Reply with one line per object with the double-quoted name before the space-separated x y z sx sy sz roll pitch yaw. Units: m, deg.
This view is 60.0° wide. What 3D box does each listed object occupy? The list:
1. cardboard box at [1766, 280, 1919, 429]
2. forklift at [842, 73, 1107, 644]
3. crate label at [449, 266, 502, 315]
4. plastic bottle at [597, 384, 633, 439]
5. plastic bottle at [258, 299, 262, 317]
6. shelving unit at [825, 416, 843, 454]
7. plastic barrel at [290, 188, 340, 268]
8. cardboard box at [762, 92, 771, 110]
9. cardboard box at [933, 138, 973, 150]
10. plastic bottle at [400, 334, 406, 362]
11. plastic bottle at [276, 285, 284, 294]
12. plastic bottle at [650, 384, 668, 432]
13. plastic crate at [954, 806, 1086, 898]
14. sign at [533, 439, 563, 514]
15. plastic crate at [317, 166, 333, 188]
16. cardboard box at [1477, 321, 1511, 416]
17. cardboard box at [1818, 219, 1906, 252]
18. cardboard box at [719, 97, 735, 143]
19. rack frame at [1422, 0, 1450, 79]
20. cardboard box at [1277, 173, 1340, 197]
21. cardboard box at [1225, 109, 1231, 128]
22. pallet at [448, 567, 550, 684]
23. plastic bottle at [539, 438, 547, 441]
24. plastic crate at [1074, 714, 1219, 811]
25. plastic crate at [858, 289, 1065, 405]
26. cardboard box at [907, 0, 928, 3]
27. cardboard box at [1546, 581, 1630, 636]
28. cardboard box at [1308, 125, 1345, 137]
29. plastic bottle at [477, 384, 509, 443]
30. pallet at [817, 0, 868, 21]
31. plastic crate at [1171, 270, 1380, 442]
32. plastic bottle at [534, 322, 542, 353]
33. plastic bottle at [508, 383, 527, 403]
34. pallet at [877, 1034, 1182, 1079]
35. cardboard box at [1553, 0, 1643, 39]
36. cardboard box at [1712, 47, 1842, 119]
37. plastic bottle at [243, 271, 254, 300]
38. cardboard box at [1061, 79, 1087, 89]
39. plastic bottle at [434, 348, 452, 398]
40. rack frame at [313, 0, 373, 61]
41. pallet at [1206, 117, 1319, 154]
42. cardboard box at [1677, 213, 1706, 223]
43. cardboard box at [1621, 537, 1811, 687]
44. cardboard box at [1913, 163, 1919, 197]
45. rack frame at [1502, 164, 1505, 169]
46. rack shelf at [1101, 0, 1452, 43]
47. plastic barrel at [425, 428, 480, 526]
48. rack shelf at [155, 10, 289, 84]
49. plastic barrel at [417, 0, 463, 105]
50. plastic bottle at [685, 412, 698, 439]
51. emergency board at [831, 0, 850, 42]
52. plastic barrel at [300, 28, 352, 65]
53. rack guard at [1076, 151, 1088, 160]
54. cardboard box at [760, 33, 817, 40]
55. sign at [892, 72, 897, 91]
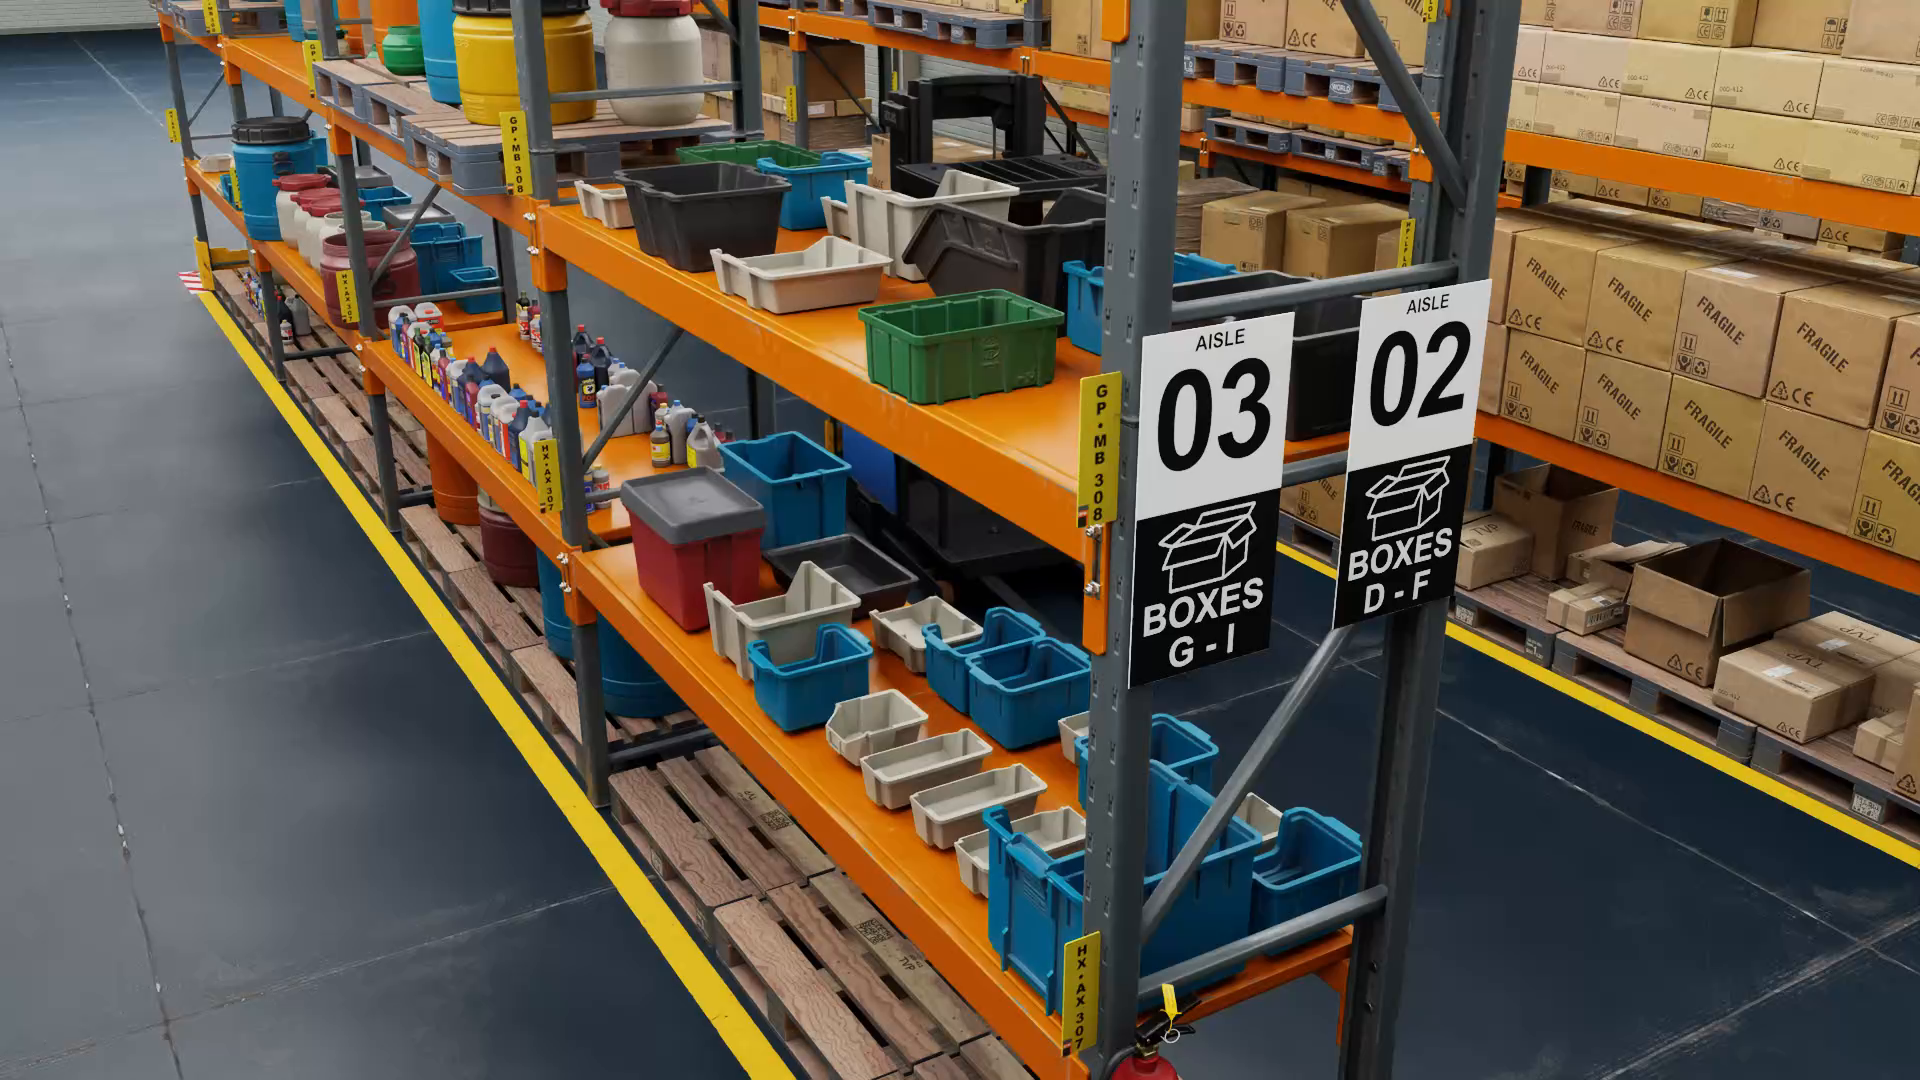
"cardboard box" 4.021 -0.837 7.426 0.500 0.500 0.500 -12 25 -27
"forklift" 0.249 -1.142 9.728 1.130 2.935 3.031 -9 24 -22
"crate label" -3.228 -1.675 11.171 0.303 0.233 0.416 -13 25 -28
"plastic bottle" -1.804 -0.685 8.678 0.152 0.276 0.135 -13 25 -28
"plastic bottle" -6.381 -2.152 15.255 0.097 0.201 0.097 0 22 0
"shelving unit" -0.524 -1.206 11.786 0.587 1.500 1.083 -9 24 -22
"plastic barrel" -4.703 -2.312 12.336 0.433 0.535 0.433 0 22 0
"cardboard box" -1.836 -4.433 16.741 0.380 0.149 0.250 -13 25 -28
"cardboard box" -0.214 -3.252 14.696 0.500 0.500 0.500 -13 25 -28
"plastic bottle" -3.306 -1.175 9.983 0.097 0.201 0.097 0 22 0
"plastic bottle" -6.206 -2.178 15.209 0.061 0.283 0.133 -13 25 -28
"plastic bottle" -1.566 -0.683 8.664 0.061 0.283 0.133 -13 25 -28
"plastic crate" 0.180 0.911 4.857 0.396 0.136 0.243 -13 25 -28
"sign" -1.765 -0.272 7.130 0.100 0.325 0.005 -13 25 -28
"plastic crate" -5.536 -3.004 14.301 0.767 0.338 0.504 -13 25 -28
"cardboard box" 2.995 -1.030 9.228 0.500 0.500 0.500 -12 25 -27
"cardboard box" 6.773 -2.449 12.299 0.500 0.500 0.500 -13 26 -29
"cardboard box" -2.140 -4.477 17.710 0.700 0.500 0.500 -12 25 -27
"rack frame" 2.969 -3.980 8.652 1.000 3.000 0.127 -13 25 -28
"cardboard box" 3.757 -3.761 17.819 0.500 0.250 0.500 -13 26 -29
"cardboard box" 3.083 -4.878 19.000 0.500 0.250 0.500 -12 25 -28
"pallet" -2.277 0.390 9.573 1.003 0.211 1.213 -13 25 -28
"plastic bottle" -1.928 -0.327 7.786 0.061 0.283 0.133 -13 25 -28
"plastic crate" 0.572 0.739 5.152 0.416 0.233 0.300 -13 25 -28
"plastic crate" 0.003 -0.510 4.380 0.450 0.188 0.336 -13 25 -28
"cardboard box" -0.194 -4.674 13.986 0.500 0.250 0.500 -15 27 -33
"cardboard box" 3.448 0.364 9.112 0.380 0.166 0.250 -13 25 -28
"cardboard box" 4.012 -4.434 17.019 0.700 0.500 0.500 -9 24 -21
"plastic bottle" -2.402 -0.657 8.609 0.152 0.276 0.135 -13 25 -28
"pallet" -0.656 -4.808 14.928 0.805 0.209 1.217 -14 26 -30
"plastic crate" 0.795 -0.462 4.153 0.497 0.269 0.590 -13 25 -28
"plastic bottle" -2.550 -1.256 10.182 0.097 0.201 0.097 0 22 0
"plastic bottle" -2.304 -0.685 8.684 0.097 0.271 0.097 0 22 0
"pallet" 0.364 2.063 5.455 1.003 0.211 1.213 -13 25 -28
"cardboard box" 3.384 -2.761 8.175 0.700 0.500 0.500 -13 25 -28
"cardboard box" 3.762 -2.060 7.447 0.500 0.250 0.500 -13 25 -28
"plastic bottle" -6.763 -2.427 15.837 0.097 0.271 0.097 0 22 0
"cardboard box" 1.584 -5.784 20.234 0.500 0.500 0.500 -14 26 -30
"plastic bottle" -2.884 -0.940 9.312 0.097 0.271 0.097 0 22 0
"rack frame" -3.335 -4.323 9.497 1.000 3.000 0.127 -13 25 -28
"pallet" 3.404 -4.380 17.859 1.003 0.211 1.213 -13 25 -28
"cardboard box" 6.072 -2.610 13.557 0.380 0.149 0.250 -12 25 -27
"cardboard box" 3.933 0.359 8.675 0.797 0.503 0.637 -13 25 -28
"cardboard box" 4.277 -1.505 6.747 0.500 0.250 0.500 -13 25 -28
"rack frame" 5.182 -3.449 15.315 1.000 3.000 0.127 -13 25 -28
"rack shelf" -0.270 -1.862 4.929 1.077 0.370 4.000 -13 25 -28
"plastic barrel" -3.070 -0.578 10.574 0.600 0.830 0.708 -13 25 -28
"rack shelf" -6.400 -4.543 14.975 1.077 0.370 4.000 -13 25 -28
"plastic barrel" -2.295 -2.589 7.989 0.600 0.901 0.708 -13 25 -28
"plastic bottle" -1.304 -0.499 8.226 0.097 0.271 0.097 0 22 0
"emergency board" -2.097 -8.729 28.302 0.194 1.169 0.643 -13 25 -28
"plastic barrel" -4.185 -3.236 10.990 0.301 0.262 0.301 0 22 0
"rack guard" 1.135 -4.857 22.096 1.175 0.500 0.348 -13 25 -28
"cardboard box" -1.864 -4.906 17.041 0.700 0.500 0.500 -13 25 -28
"sign" -0.656 -4.398 16.214 0.100 0.325 0.005 -13 25 -28
